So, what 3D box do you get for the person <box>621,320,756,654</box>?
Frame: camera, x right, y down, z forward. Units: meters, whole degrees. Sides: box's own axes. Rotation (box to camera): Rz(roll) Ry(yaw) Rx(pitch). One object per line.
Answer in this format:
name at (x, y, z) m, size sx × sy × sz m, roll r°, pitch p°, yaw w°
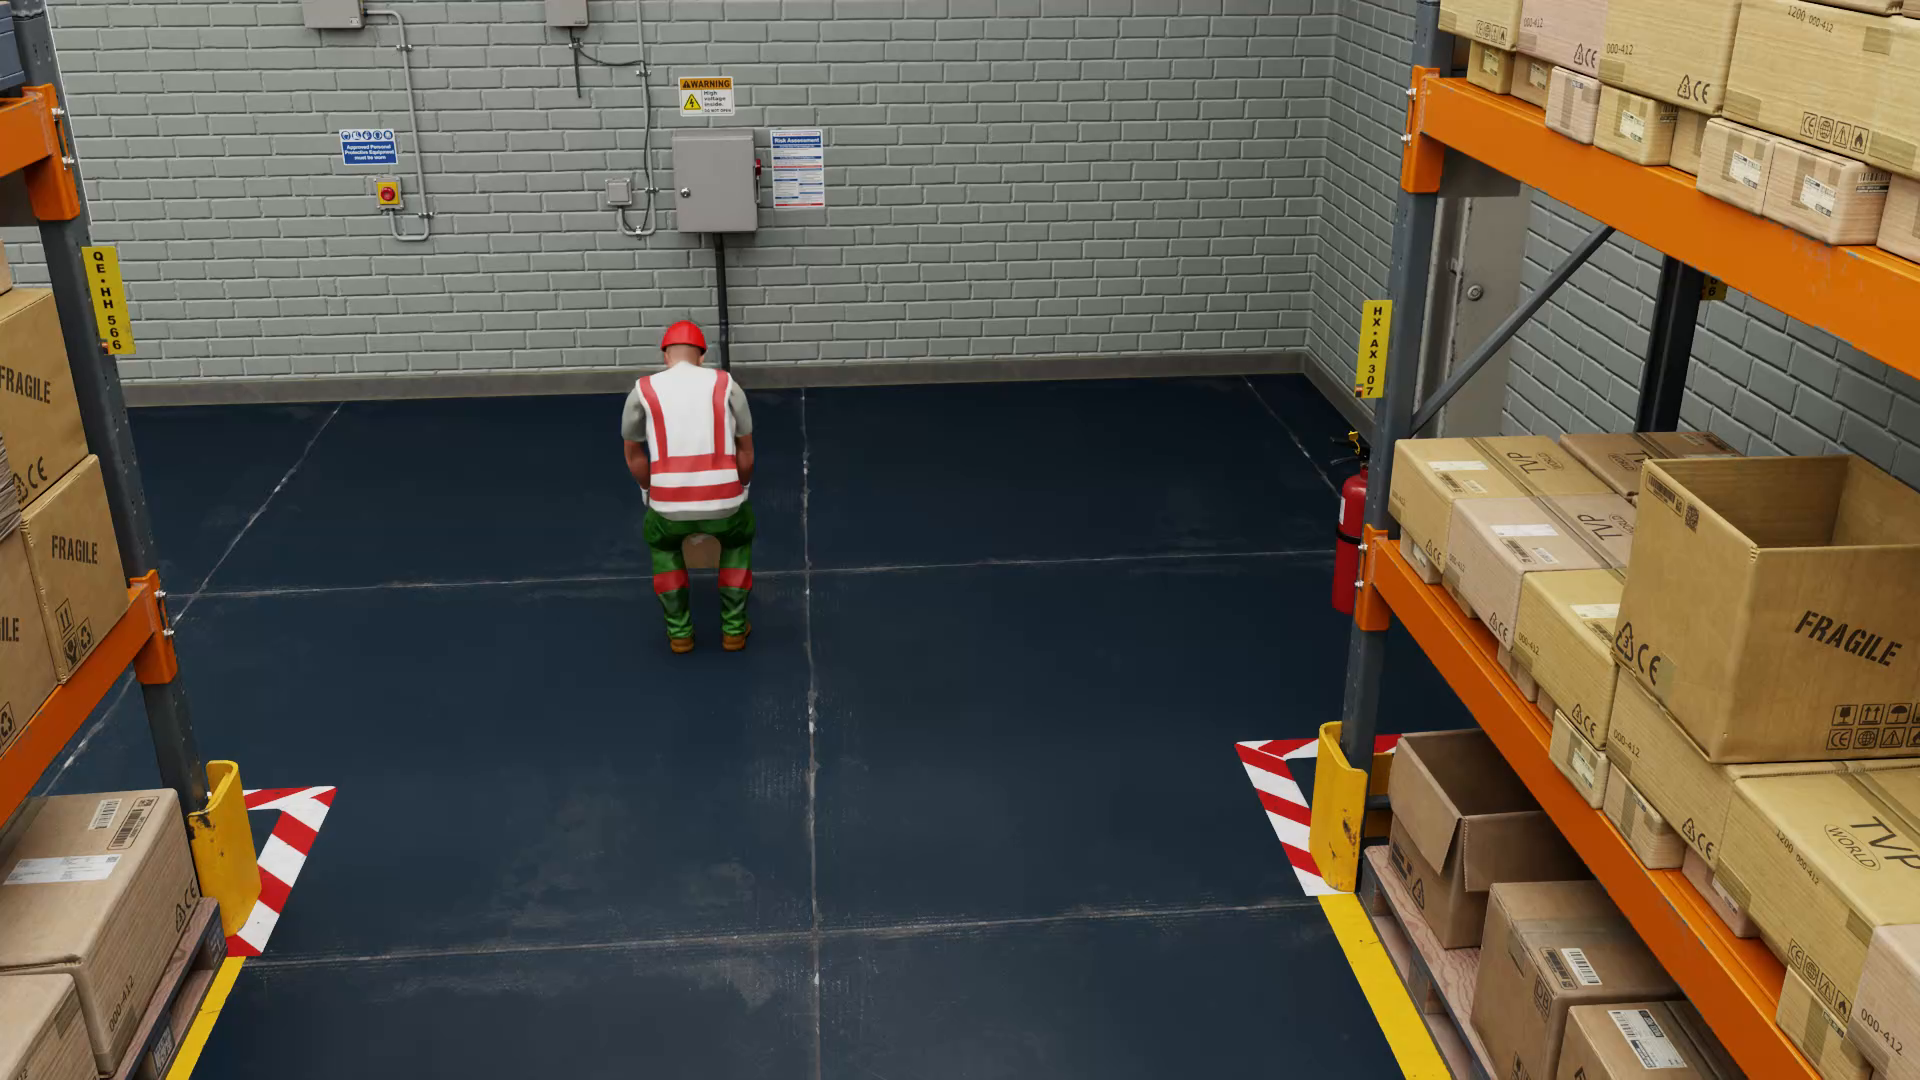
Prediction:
person at (-1.218, -0.223, 7.516) m, size 0.583 × 1.443 × 0.749 m, roll -2°, pitch 24°, yaw -5°
